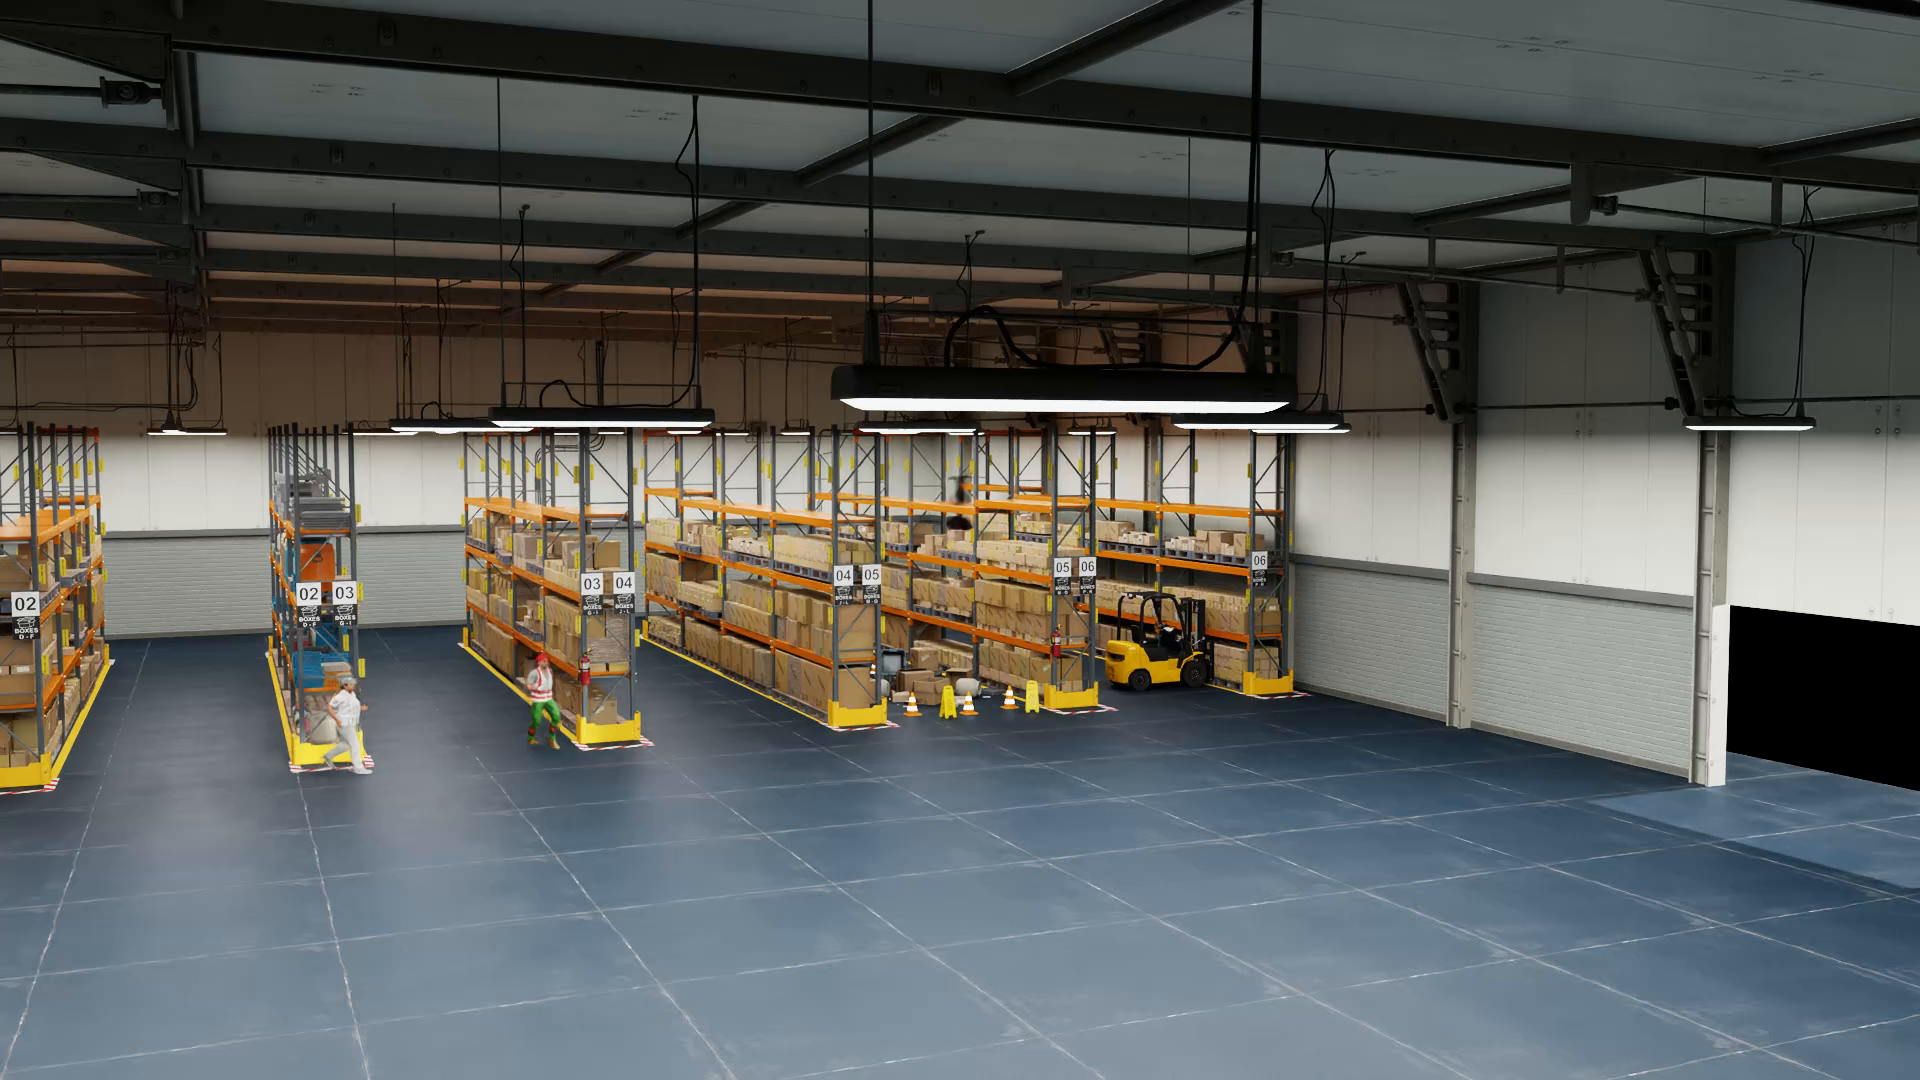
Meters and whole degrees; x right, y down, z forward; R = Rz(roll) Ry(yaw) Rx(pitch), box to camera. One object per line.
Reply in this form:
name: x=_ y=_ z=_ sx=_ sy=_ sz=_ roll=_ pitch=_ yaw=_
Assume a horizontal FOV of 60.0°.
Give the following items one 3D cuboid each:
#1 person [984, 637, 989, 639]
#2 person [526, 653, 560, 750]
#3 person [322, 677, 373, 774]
person: x=0.865 y=2.266 z=43.417 sx=0.616 sy=1.725 sz=0.751 roll=-2 pitch=4 yaw=-25
person: x=-7.701 y=2.974 z=30.604 sx=0.822 sy=1.805 sz=0.674 roll=3 pitch=5 yaw=43
person: x=-10.461 y=3.148 z=28.294 sx=0.908 sy=1.650 sz=0.607 roll=0 pitch=3 yaw=3
